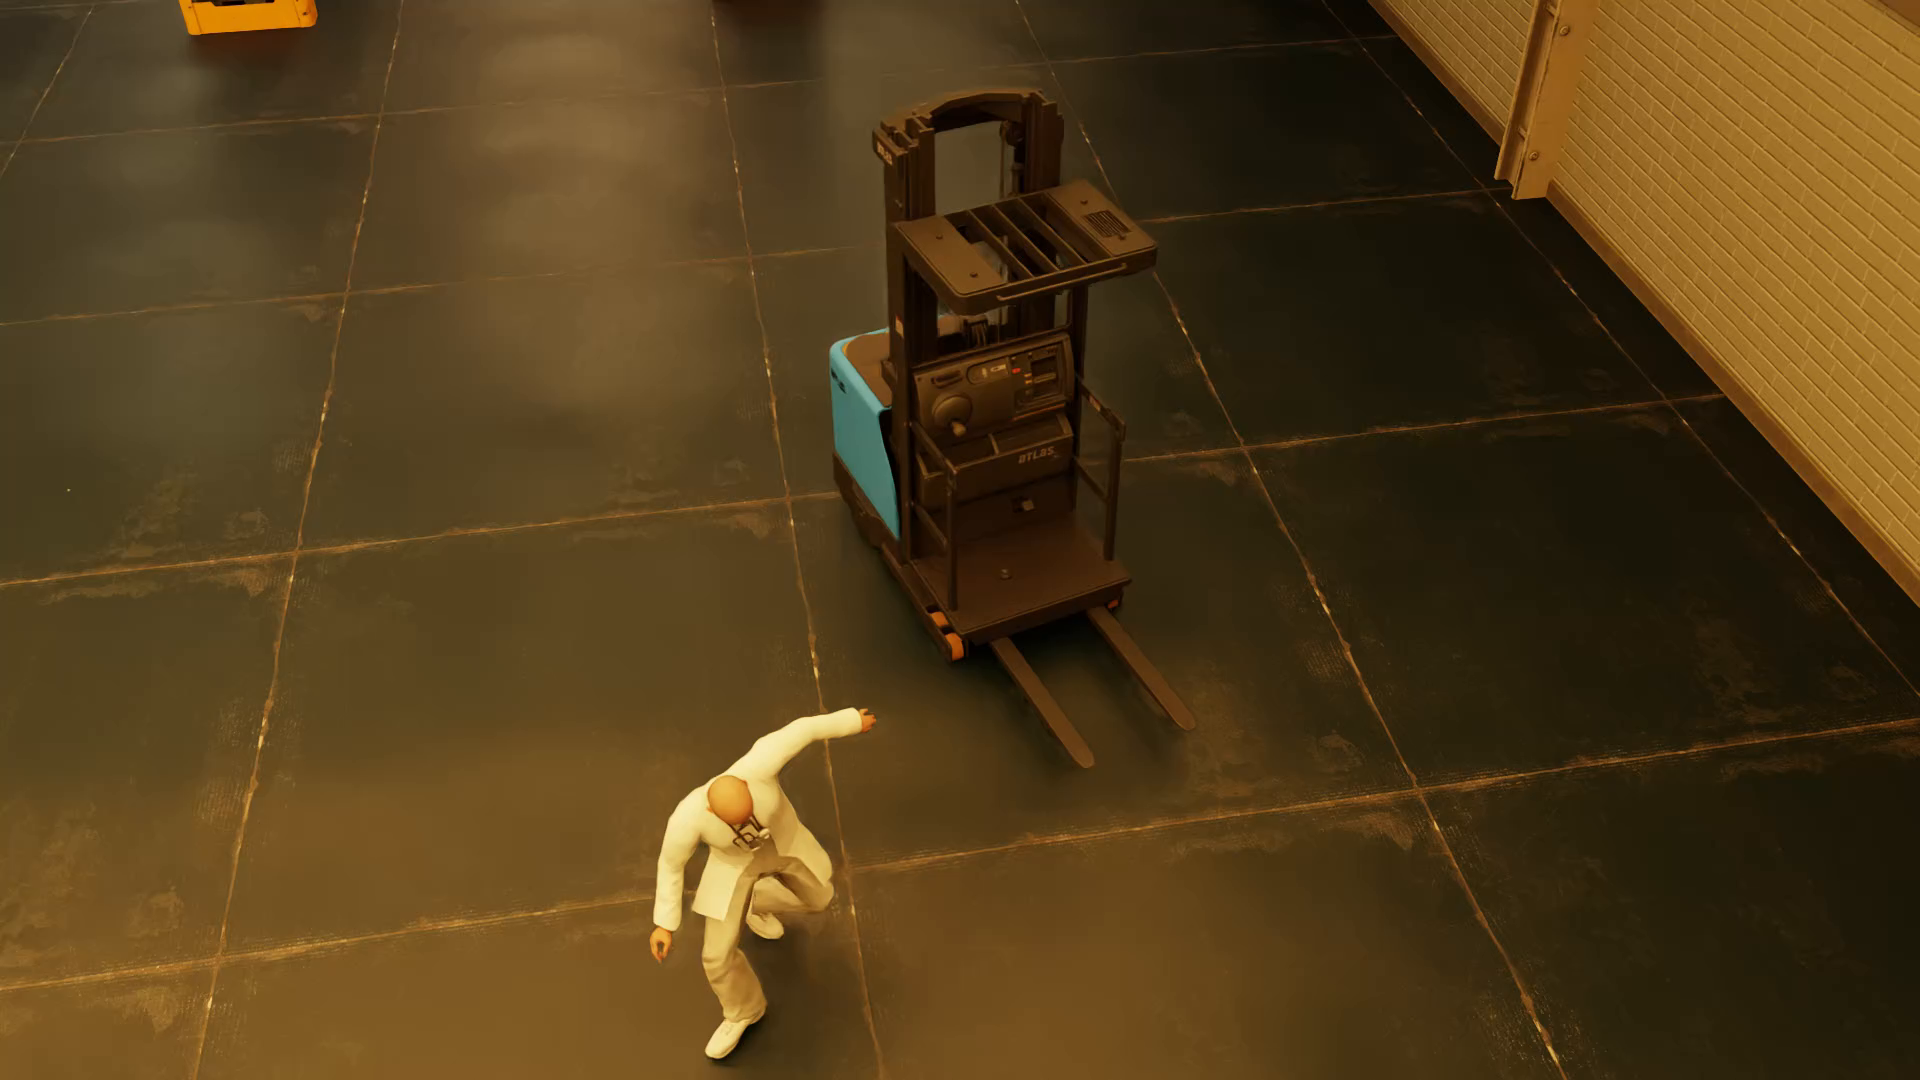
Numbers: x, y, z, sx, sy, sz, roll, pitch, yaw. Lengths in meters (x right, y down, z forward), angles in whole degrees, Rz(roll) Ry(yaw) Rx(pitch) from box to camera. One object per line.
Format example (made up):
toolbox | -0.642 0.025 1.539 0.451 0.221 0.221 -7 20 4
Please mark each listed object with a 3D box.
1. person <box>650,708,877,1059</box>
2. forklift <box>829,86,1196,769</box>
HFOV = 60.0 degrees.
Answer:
person | -0.838 1.403 7.375 1.233 1.542 0.754 -18 44 -20
forklift | 0.287 -0.756 8.847 1.130 2.935 3.031 -17 43 -19
